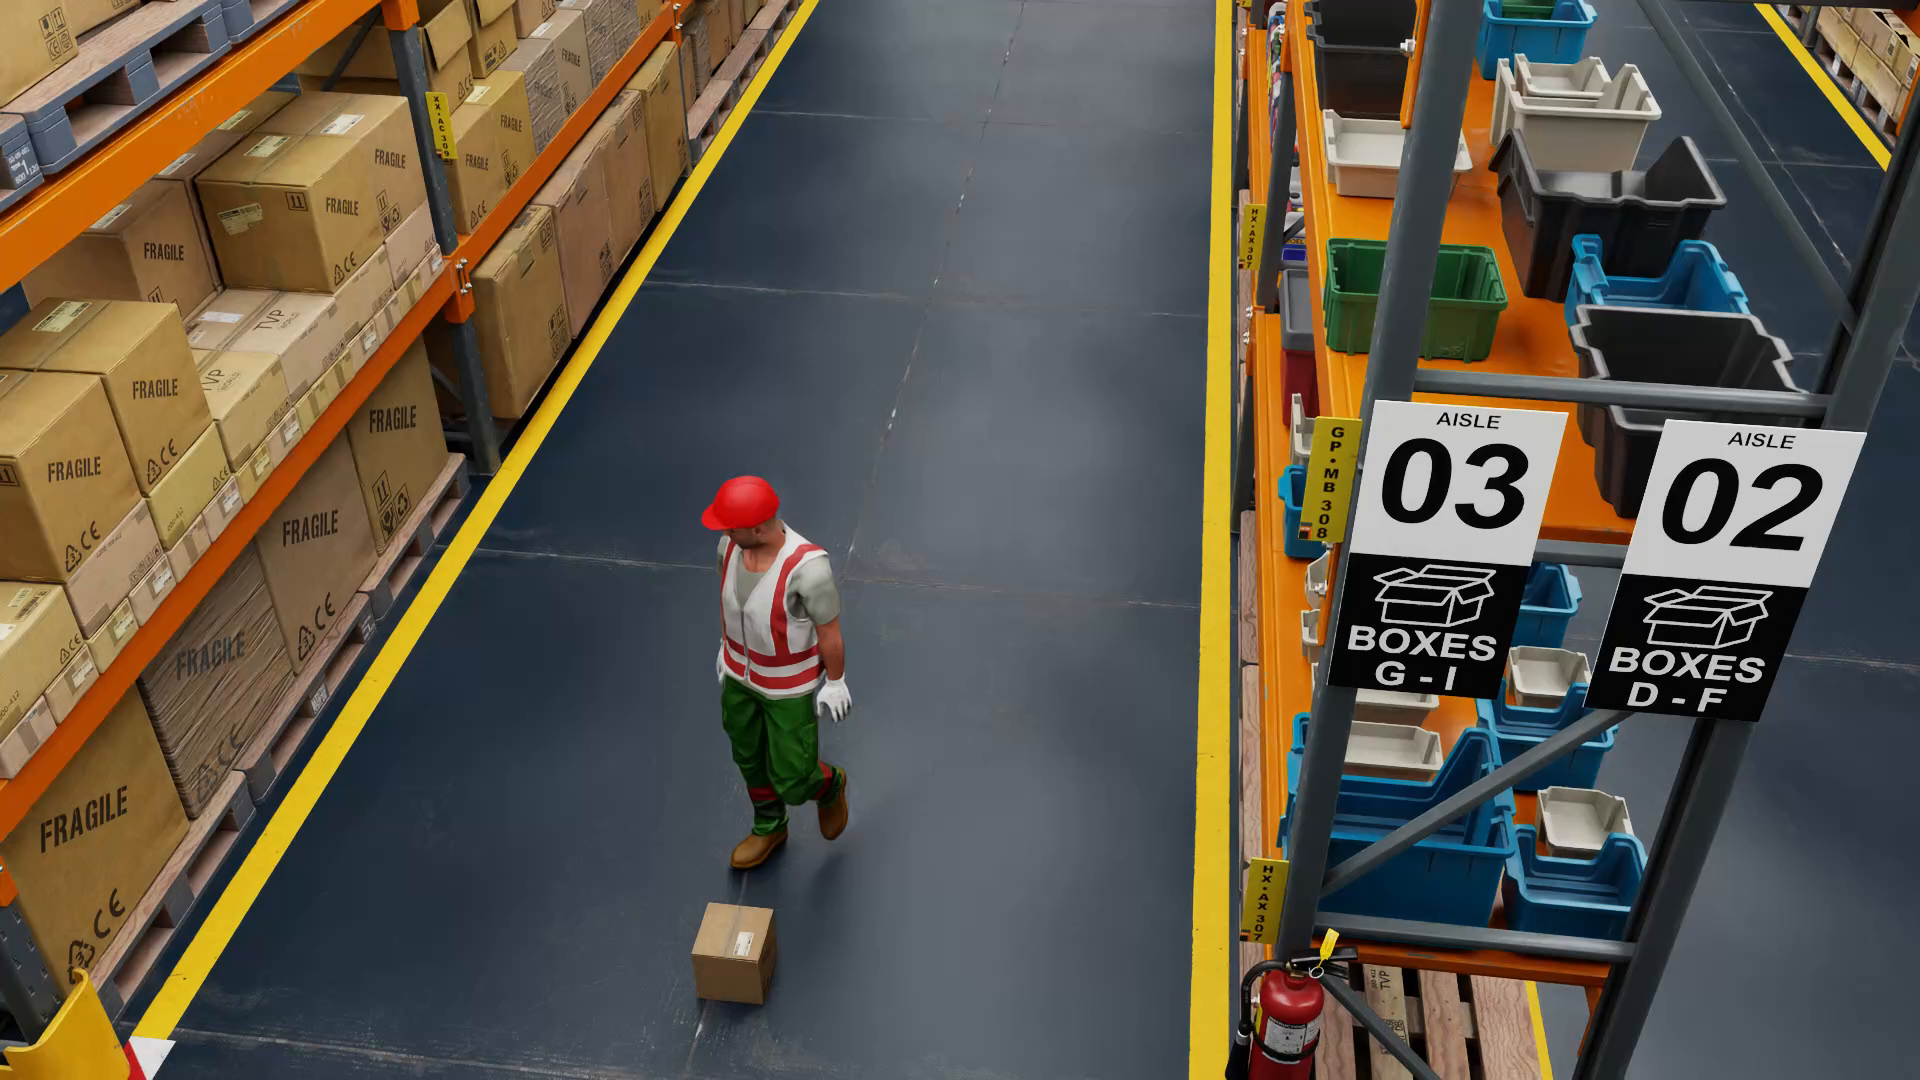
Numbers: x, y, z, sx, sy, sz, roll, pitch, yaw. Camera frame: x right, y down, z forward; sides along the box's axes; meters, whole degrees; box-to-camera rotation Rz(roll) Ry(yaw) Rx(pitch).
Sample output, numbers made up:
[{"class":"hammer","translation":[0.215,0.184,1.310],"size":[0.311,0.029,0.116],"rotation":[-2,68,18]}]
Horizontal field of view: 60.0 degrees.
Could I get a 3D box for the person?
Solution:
[{"class":"person","translation":[-0.711,0.517,6.266],"size":[0.586,1.775,0.485],"rotation":[23,42,28]}]
